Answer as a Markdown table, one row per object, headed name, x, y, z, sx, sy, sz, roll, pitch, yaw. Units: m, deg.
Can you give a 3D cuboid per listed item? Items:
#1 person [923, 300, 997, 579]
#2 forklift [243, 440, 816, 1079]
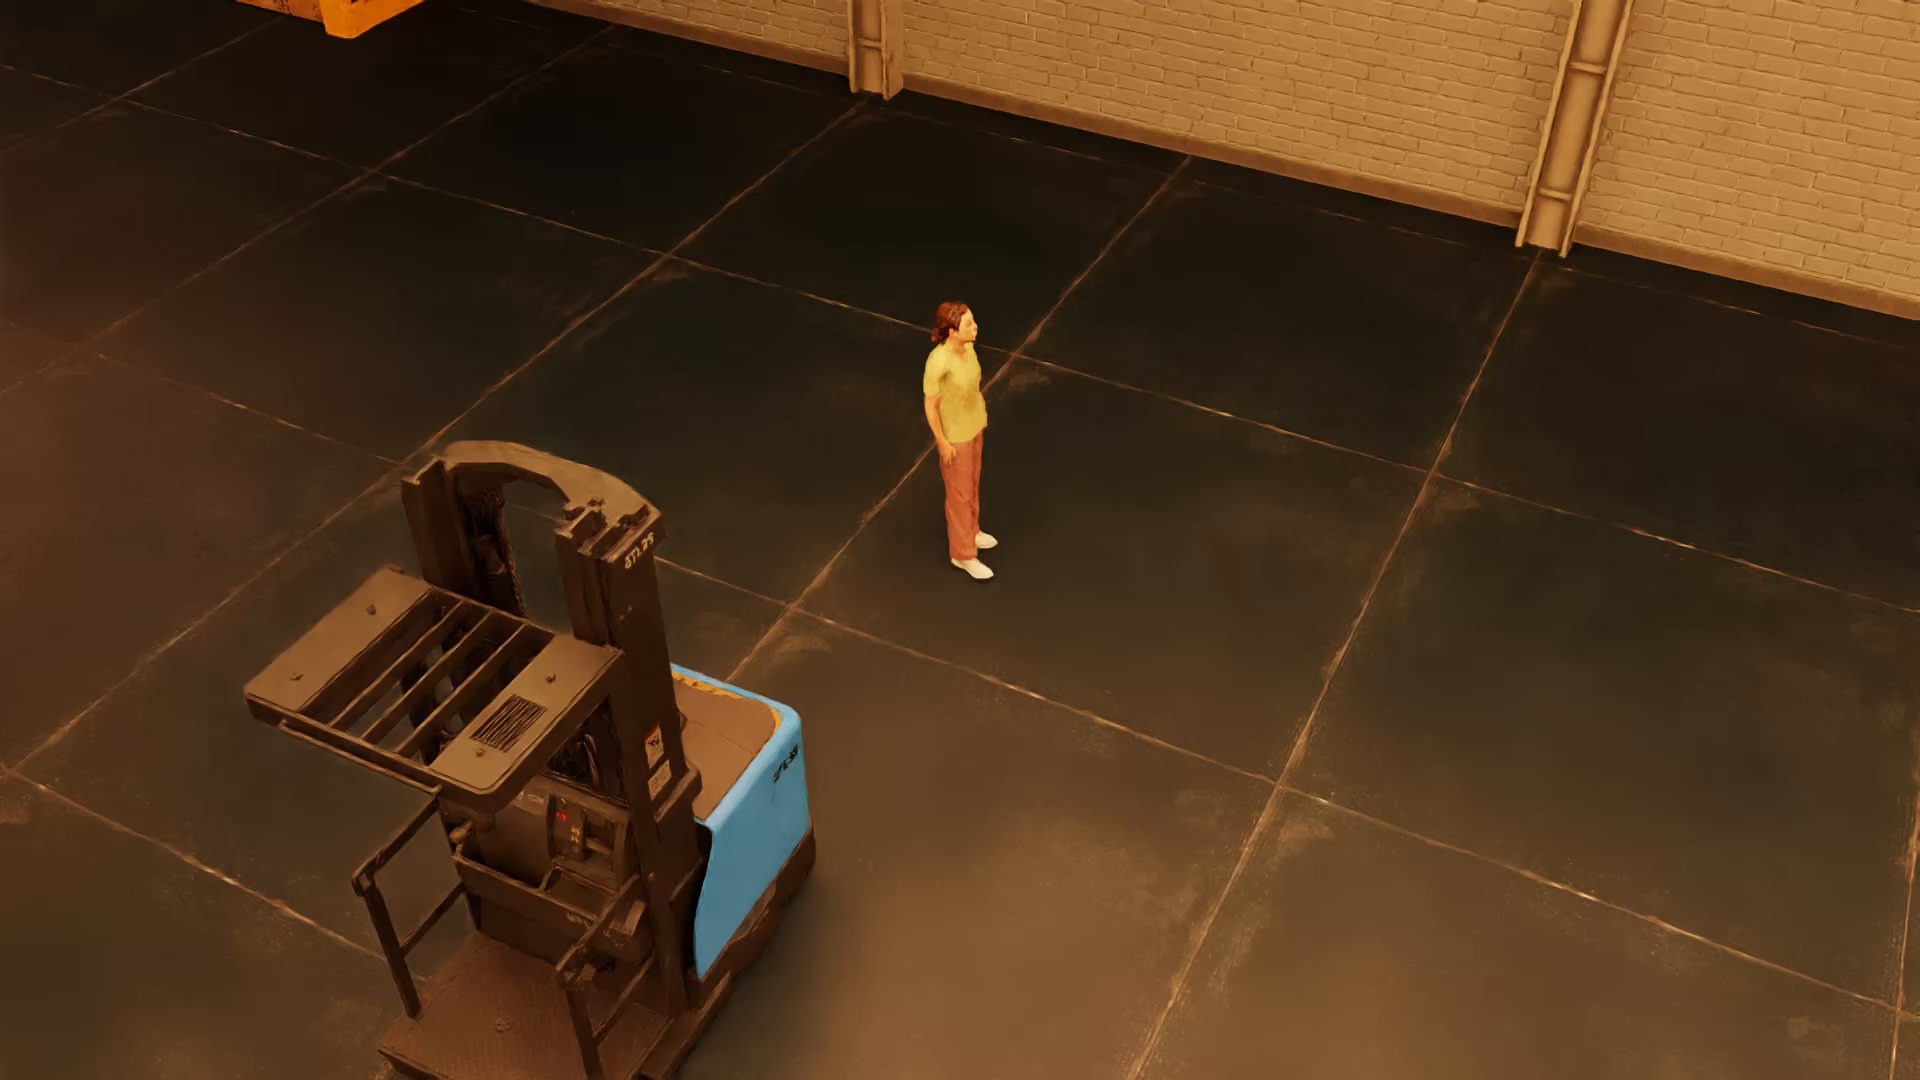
| name | x | y | z | sx | sy | sz | roll | pitch | yaw |
| --- | --- | --- | --- | --- | --- | --- | --- | --- | --- |
| person | 0.061 | -0.618 | 9.684 | 0.548 | 1.674 | 0.554 | 18 | 43 | 21 |
| forklift | -1.820 | 1.200 | 6.561 | 1.130 | 2.935 | 3.031 | 17 | 43 | 20 |
